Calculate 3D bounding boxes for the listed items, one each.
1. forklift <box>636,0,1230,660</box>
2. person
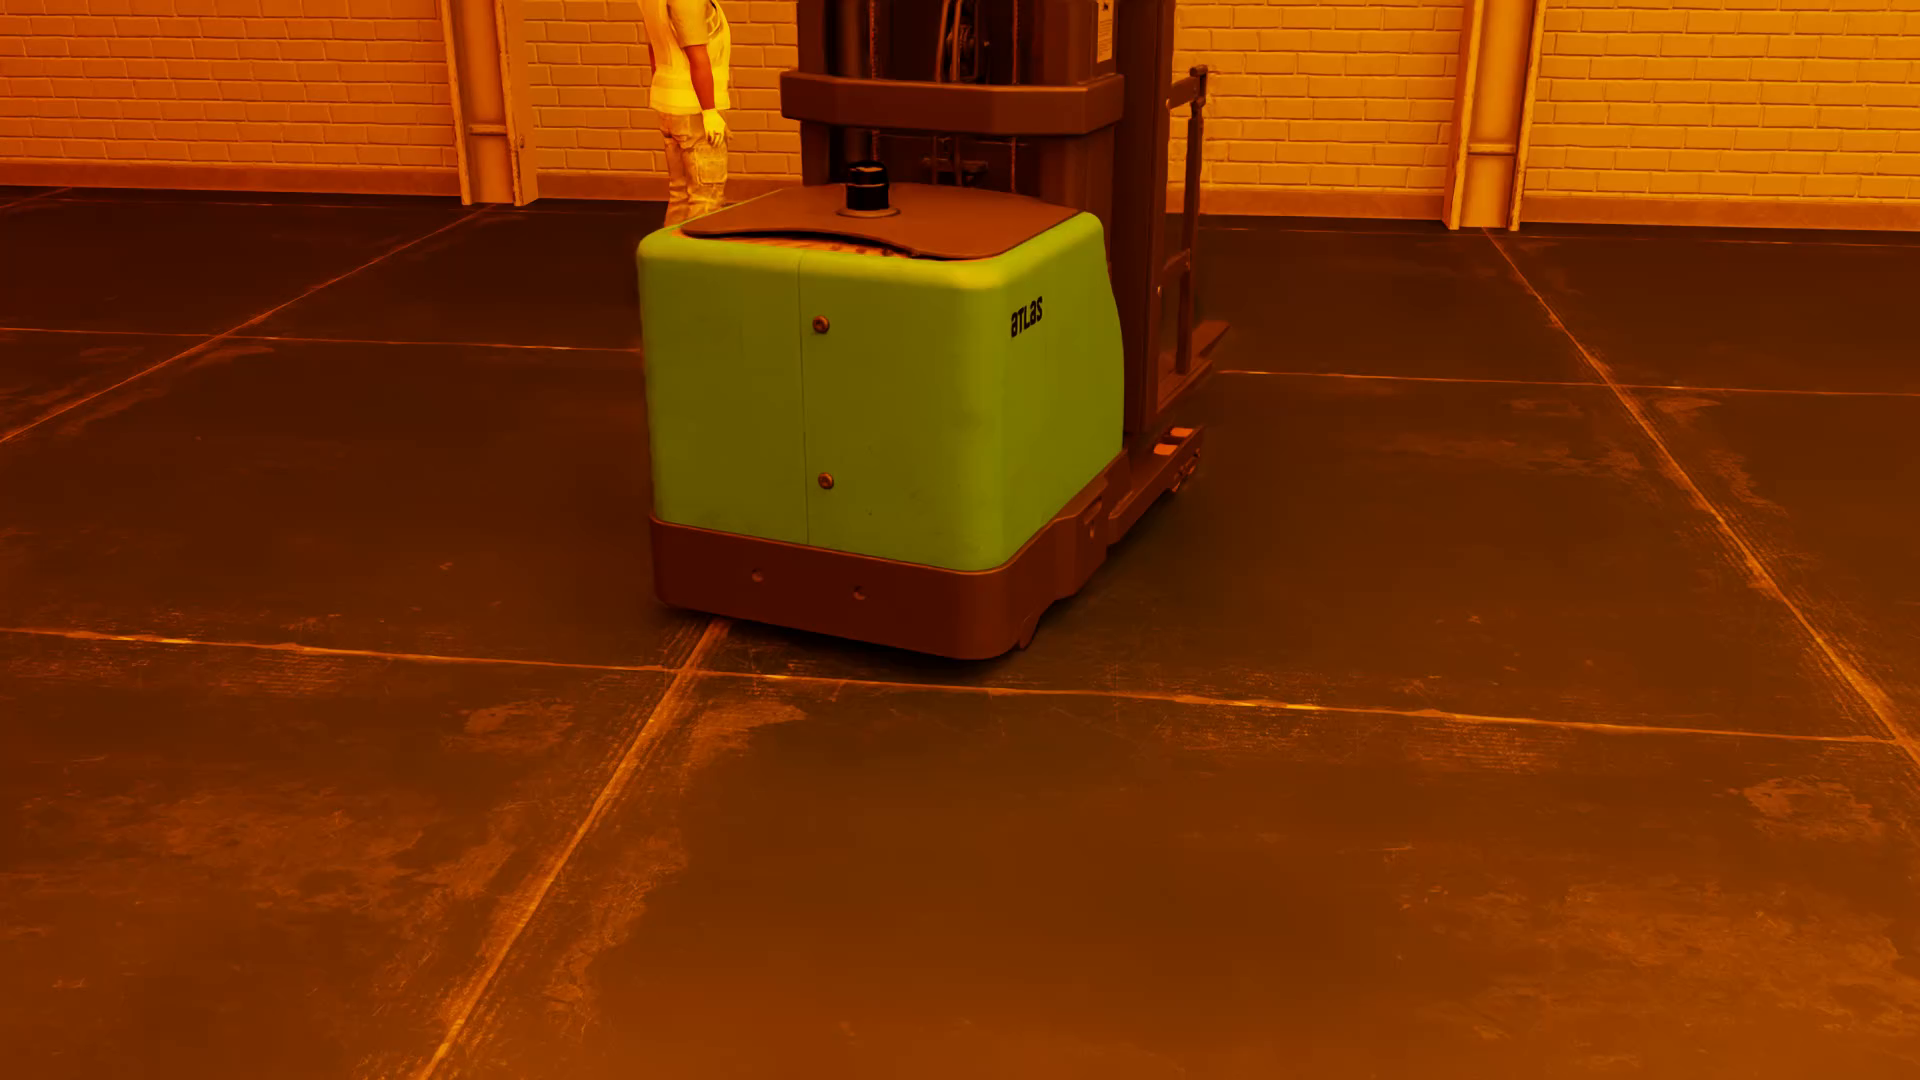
[{"bbox_3d":[0.195,-1.571,5.156,1.130,2.935,3.031,9,24,21],"label":"forklift"},{"bbox_3d":[-1.222,-1.973,7.689,0.385,1.789,0.542,-13,25,-29],"label":"person"}]
